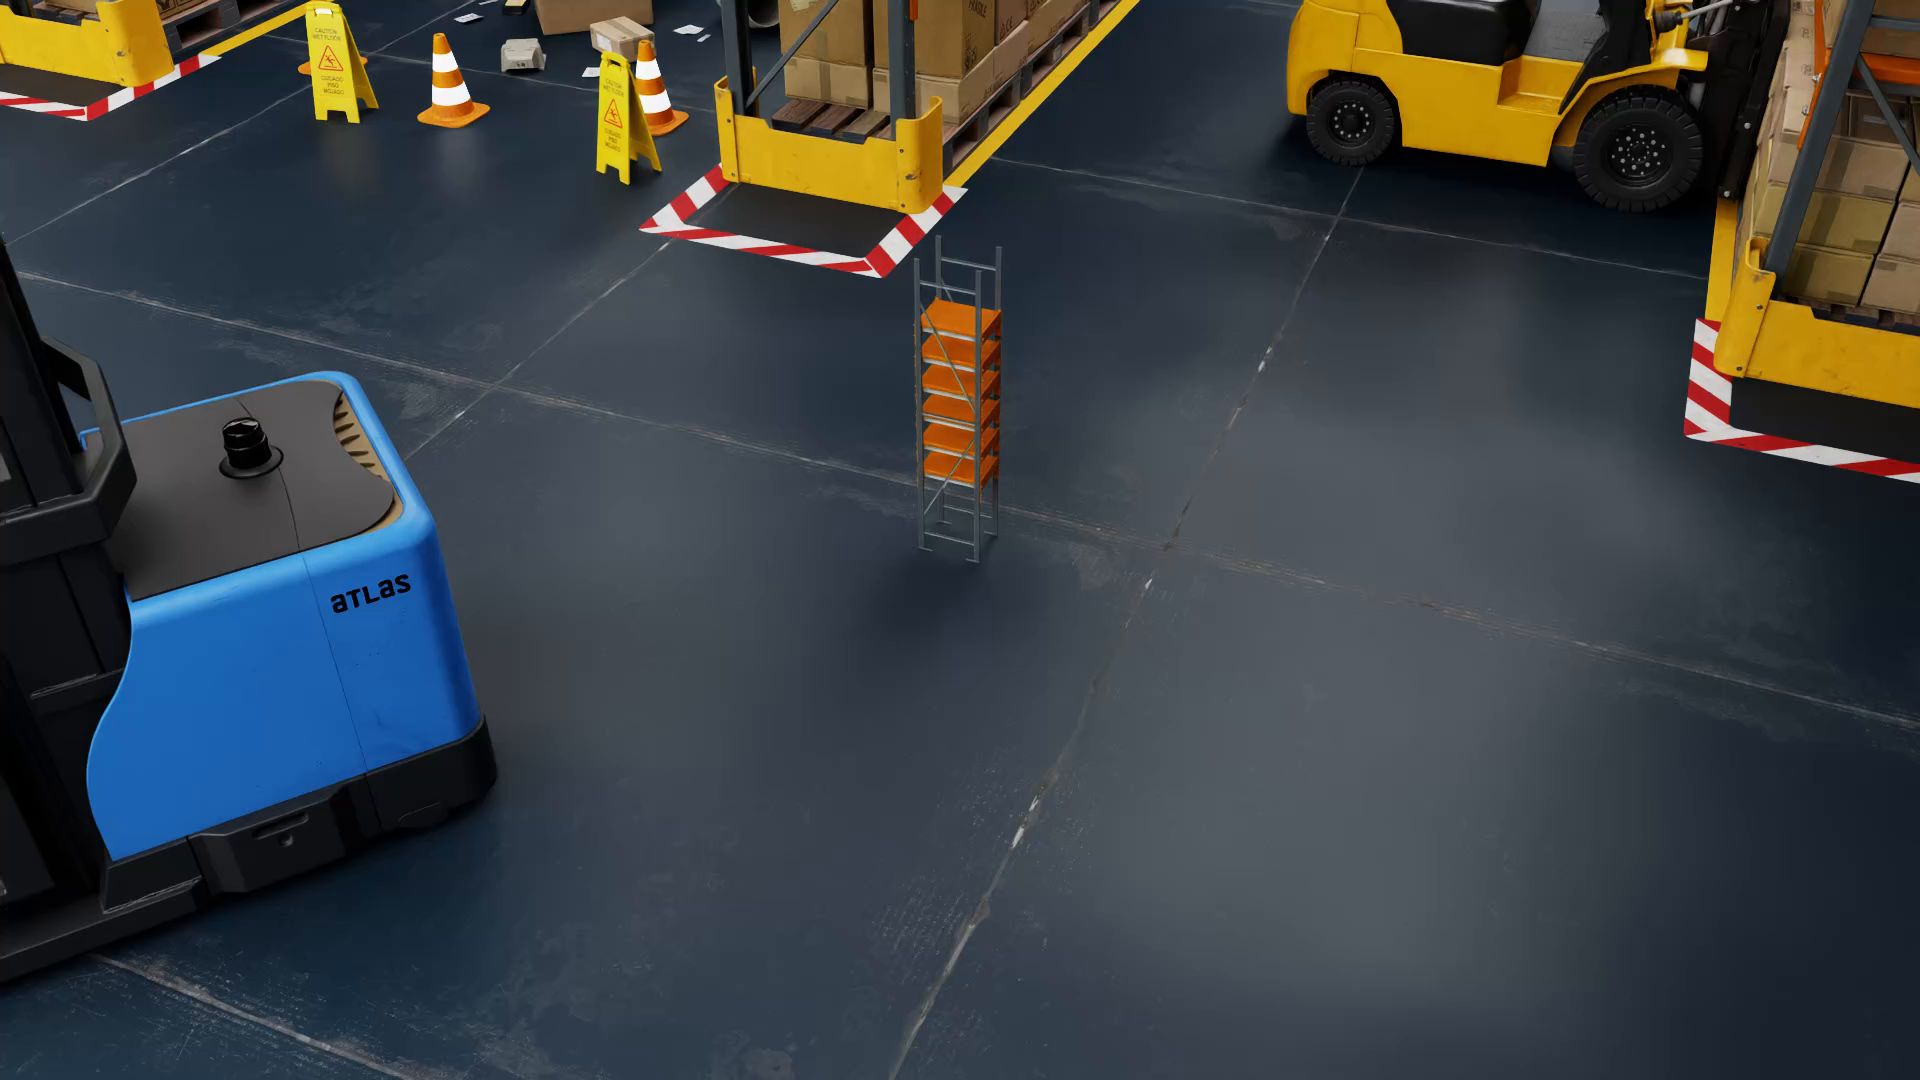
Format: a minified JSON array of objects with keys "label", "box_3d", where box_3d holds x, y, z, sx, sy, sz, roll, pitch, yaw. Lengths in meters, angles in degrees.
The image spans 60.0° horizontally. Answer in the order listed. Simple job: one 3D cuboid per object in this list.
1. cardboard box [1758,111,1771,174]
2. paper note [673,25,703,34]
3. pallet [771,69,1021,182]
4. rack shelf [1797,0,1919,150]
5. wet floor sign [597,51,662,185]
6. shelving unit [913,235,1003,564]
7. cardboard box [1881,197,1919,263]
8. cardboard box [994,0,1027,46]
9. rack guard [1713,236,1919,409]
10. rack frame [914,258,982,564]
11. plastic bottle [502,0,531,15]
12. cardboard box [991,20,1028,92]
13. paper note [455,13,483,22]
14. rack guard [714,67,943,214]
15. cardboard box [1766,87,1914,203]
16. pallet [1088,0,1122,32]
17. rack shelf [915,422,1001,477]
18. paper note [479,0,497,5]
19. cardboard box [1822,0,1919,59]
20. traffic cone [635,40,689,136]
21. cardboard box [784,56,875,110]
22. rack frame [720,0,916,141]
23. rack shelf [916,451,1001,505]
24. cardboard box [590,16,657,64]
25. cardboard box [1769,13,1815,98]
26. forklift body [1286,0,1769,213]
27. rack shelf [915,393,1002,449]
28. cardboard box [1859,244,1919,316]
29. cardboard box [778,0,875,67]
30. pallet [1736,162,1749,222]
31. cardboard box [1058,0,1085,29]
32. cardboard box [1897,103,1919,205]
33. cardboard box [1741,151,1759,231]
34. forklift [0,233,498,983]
[{"label":"cardboard box","box_3d":[3.984,-1.790,7.667,0.500,0.250,0.500,13,39,17]},{"label":"paper note","box_3d":[-1.724,-3.254,10.588,0.148,0.019,0.142,29,45,33]},{"label":"pallet","box_3d":[-0.334,-2.402,9.288,1.003,0.211,1.213,14,39,18]},{"label":"rack shelf","box_3d":[4.648,-2.726,7.992,1.077,0.370,4.000,14,39,18]},{"label":"wet floor sign","box_3d":[-1.767,-2.231,8.696,0.267,0.644,0.232,29,45,33]},{"label":"shelving unit","box_3d":[-0.005,-0.473,5.880,0.258,1.200,0.189,14,39,18]},{"label":"cardboard box","box_3d":[4.258,-1.387,7.128,0.500,0.250,0.500,15,39,19]},{"label":"cardboard box","box_3d":[0.061,-3.090,9.198,0.500,0.500,0.500,12,39,16]},{"label":"rack guard","box_3d":[3.878,-0.892,7.026,1.175,0.500,0.348,14,39,18]},{"label":"rack frame","box_3d":[-0.040,-0.422,5.812,0.240,1.200,0.006,14,39,18]},{"label":"plastic bottle","box_3d":[-2.902,-3.522,10.910,0.133,0.061,0.283,1,37,2]},{"label":"cardboard box","box_3d":[0.059,-2.767,9.392,0.500,0.250,0.500,15,39,19]},{"label":"paper note","box_3d":[-3.170,-3.375,10.742,0.144,0.017,0.142,29,45,33]},{"label":"rack guard","box_3d":[-0.676,-2.076,8.610,1.175,0.500,0.348,14,39,18]},{"label":"cardboard box","box_3d":[3.774,-1.700,7.130,0.500,0.250,0.500,15,39,19]},{"label":"pallet","box_3d":[0.594,-3.753,11.095,1.003,0.211,1.213,14,39,18]},{"label":"rack shelf","box_3d":[-0.006,-0.341,5.979,0.258,0.103,0.180,14,39,18]},{"label":"paper note","box_3d":[-3.122,-3.560,11.004,0.123,0.001,0.032,-25,43,-29]},{"label":"cardboard box","box_3d":[3.831,-2.279,6.710,0.500,0.500,0.500,13,39,17]},{"label":"traffic cone","box_3d":[-1.734,-2.551,9.277,0.336,0.463,0.334,14,39,18]},{"label":"cardboard box","box_3d":[-0.637,-2.624,9.202,0.500,0.250,0.500,14,39,18]},{"label":"rack frame","box_3d":[-0.705,-3.035,7.806,1.000,3.000,0.127,14,39,18]},{"label":"rack shelf","box_3d":[-0.006,-0.245,6.050,0.258,0.103,0.180,14,39,18]},{"label":"cardboard box","box_3d":[-2.074,-3.079,10.245,0.250,0.149,0.380,-25,43,-29]},{"label":"cardboard box","box_3d":[4.145,-2.266,7.887,0.500,0.250,0.500,14,39,18]},{"label":"forklift body","box_3d":[2.921,-3.032,8.510,2.313,2.155,1.214,14,39,18]},{"label":"rack shelf","box_3d":[-0.005,-0.437,5.907,0.258,0.103,0.180,14,39,18]},{"label":"cardboard box","box_3d":[4.255,-1.201,7.297,0.500,0.250,0.500,14,39,18]},{"label":"cardboard box","box_3d":[-0.641,-2.906,8.951,0.500,0.500,0.500,14,39,18]},{"label":"pallet","box_3d":[4.605,-1.896,8.610,1.003,0.211,1.213,14,39,18]},{"label":"cardboard box","box_3d":[0.450,-3.351,10.173,0.500,0.250,0.500,14,39,18]},{"label":"cardboard box","box_3d":[4.245,-1.597,6.992,0.500,0.250,0.500,13,39,17]},{"label":"cardboard box","box_3d":[3.972,-1.579,7.803,0.500,0.250,0.500,14,39,18]},{"label":"forklift","box_3d":[-2.967,-0.173,4.033,3.031,2.935,1.130,-19,41,-24]}]
